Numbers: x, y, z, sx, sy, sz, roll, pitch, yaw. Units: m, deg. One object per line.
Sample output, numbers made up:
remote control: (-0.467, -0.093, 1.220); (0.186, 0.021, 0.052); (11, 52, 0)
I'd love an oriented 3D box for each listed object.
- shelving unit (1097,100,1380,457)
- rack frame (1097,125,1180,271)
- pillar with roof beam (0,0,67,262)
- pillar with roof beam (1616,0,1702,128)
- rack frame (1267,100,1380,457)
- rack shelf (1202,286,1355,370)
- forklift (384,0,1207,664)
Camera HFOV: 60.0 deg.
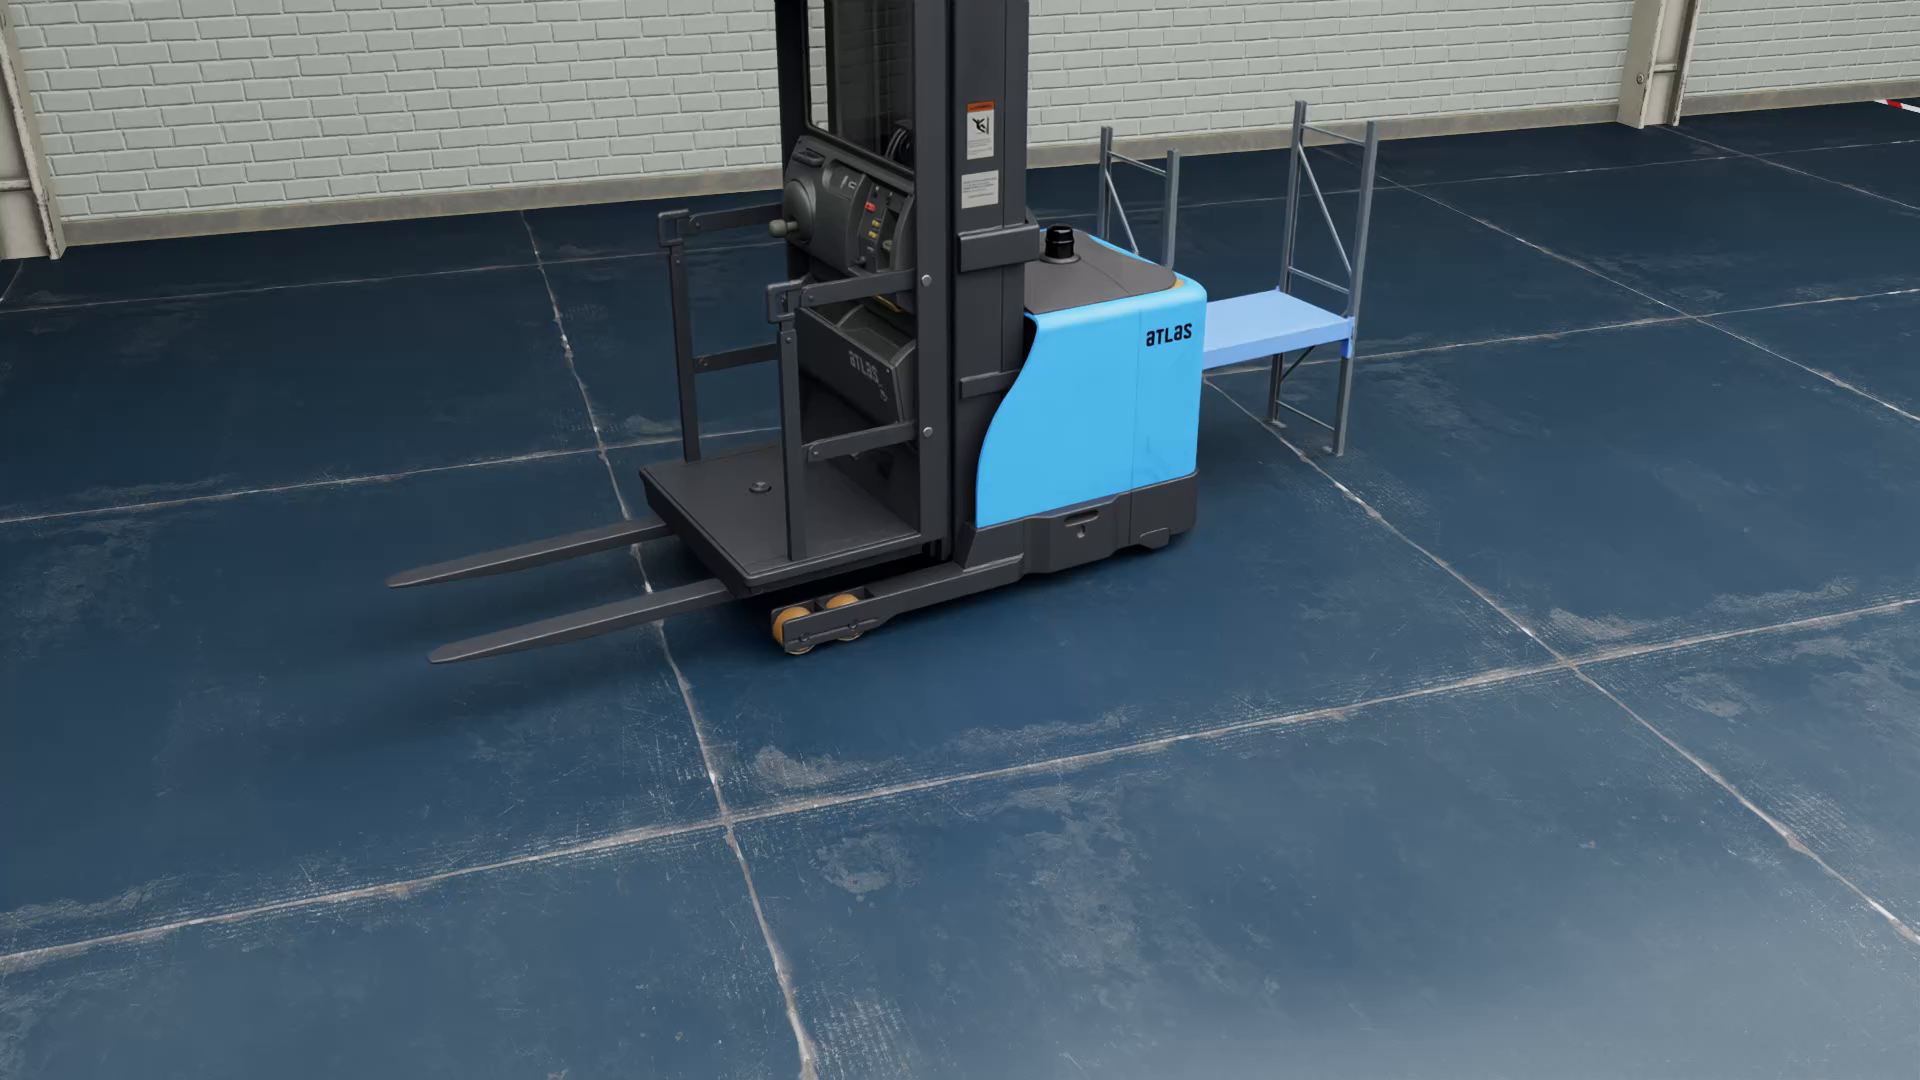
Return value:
shelving unit: (1.152, -1.032, 7.142); (1.048, 1.500, 0.538); (-14, 30, -26)
rack frame: (0.711, -0.920, 6.916); (0.032, 1.500, 0.500); (-14, 30, -26)
pillar with roof beam: (-4.447, -3.981, 4.649); (0.400, 9.000, 9.100); (-8, 28, -16)
pillar with roof beam: (6.963, -5.633, 7.978); (0.400, 9.000, 9.100); (-8, 28, -16)
rack frame: (1.593, -1.144, 7.368); (0.032, 1.500, 0.500); (-14, 30, -26)
rack shelf: (1.152, -0.871, 7.222); (1.000, 0.185, 0.538); (-14, 30, -26)
forklift: (-0.583, -1.174, 5.818); (3.031, 2.935, 1.130); (-14, 30, -26)
